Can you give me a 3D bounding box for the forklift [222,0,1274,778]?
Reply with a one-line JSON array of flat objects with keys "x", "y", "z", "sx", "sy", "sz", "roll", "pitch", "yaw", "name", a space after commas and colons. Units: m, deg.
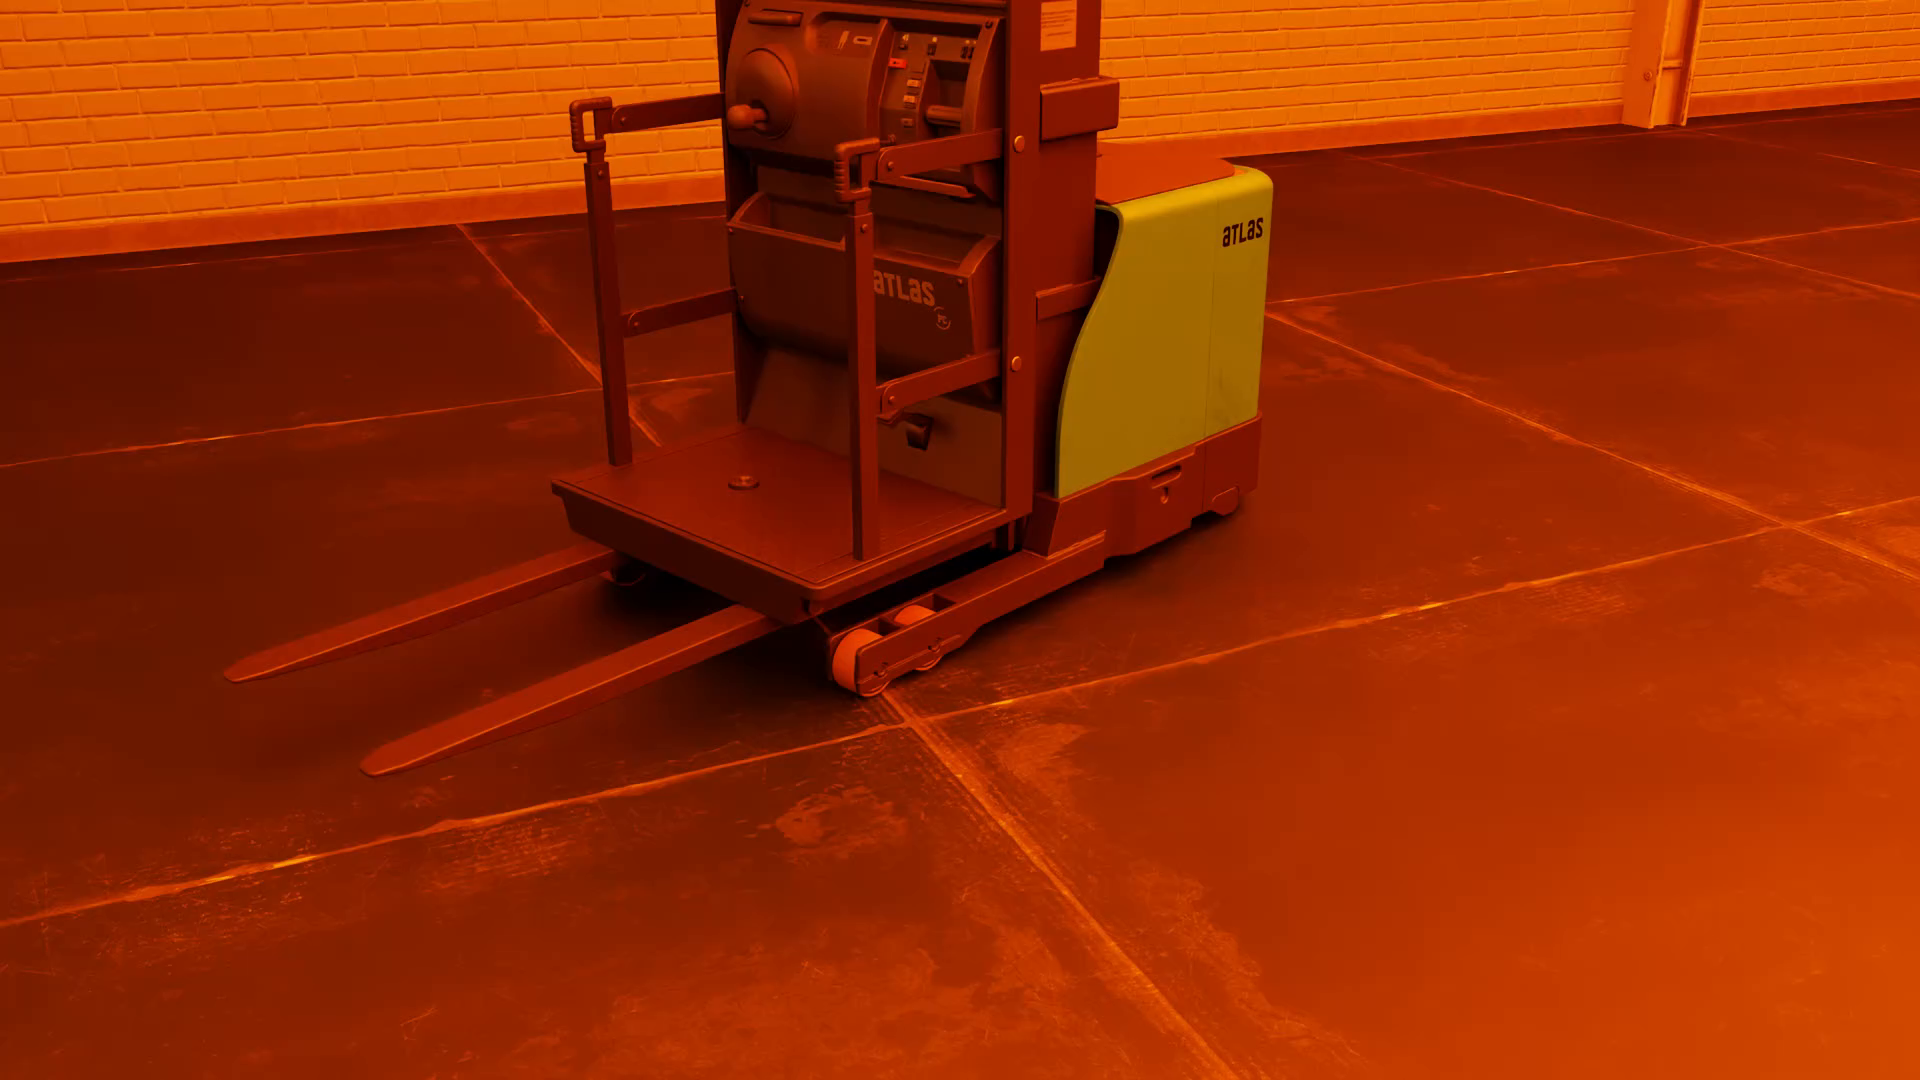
[{"x": -0.413, "y": -1.182, "z": 4.131, "sx": 1.130, "sy": 2.935, "sz": 3.031, "roll": 19, "pitch": 29, "yaw": 39, "name": "forklift"}]
